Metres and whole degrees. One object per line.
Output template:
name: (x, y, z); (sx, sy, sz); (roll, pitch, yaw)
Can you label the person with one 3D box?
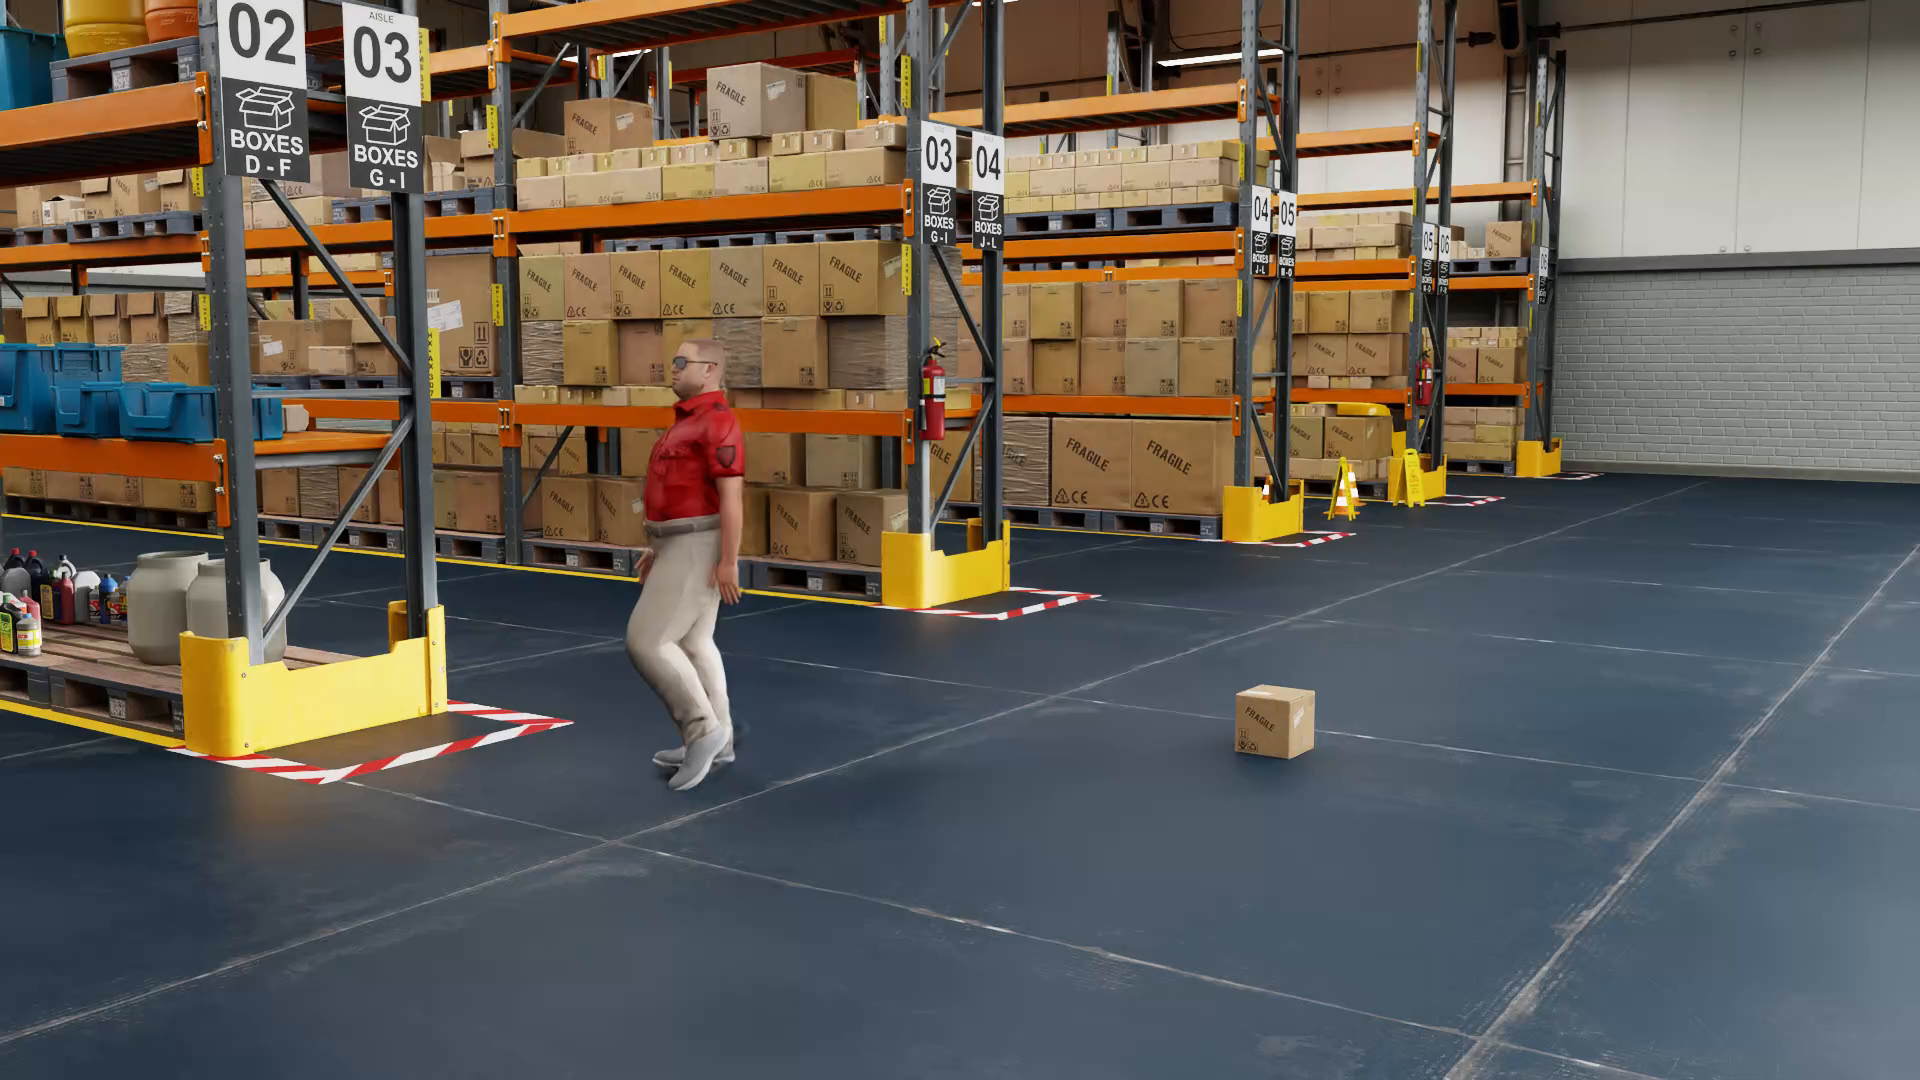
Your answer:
person: (-1.105, 0.093, 6.541); (0.463, 1.769, 0.538); (-2, 7, -18)
